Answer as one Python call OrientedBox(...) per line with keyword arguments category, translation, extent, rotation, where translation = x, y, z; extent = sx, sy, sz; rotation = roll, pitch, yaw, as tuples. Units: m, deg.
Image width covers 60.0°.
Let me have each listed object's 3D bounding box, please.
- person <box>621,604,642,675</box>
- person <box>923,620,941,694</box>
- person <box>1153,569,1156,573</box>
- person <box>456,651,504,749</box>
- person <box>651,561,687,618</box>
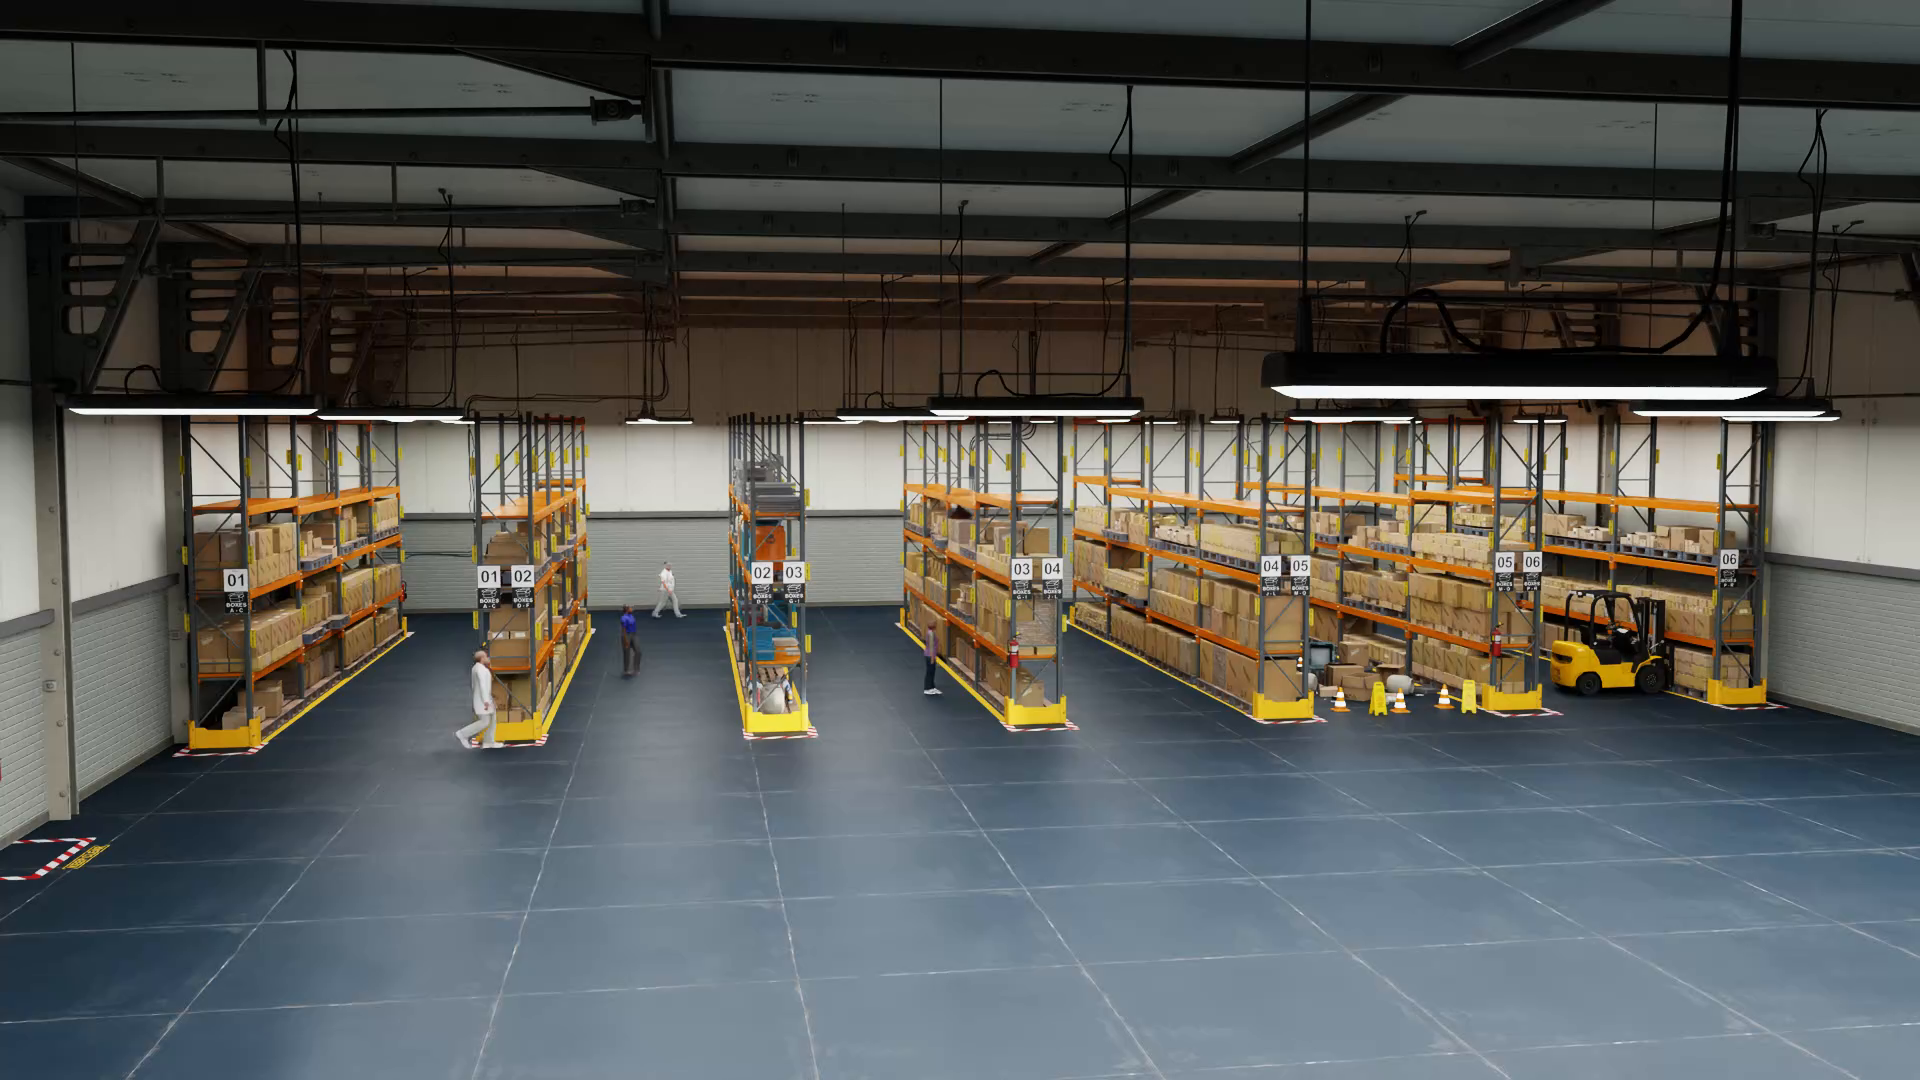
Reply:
OrientedBox(category="person", translation=(-7.628, 2.326, 38.428), extent=(0.461, 1.686, 0.441), rotation=(-4, 5, -42))
OrientedBox(category="person", translation=(-0.599, 2.503, 35.607), extent=(0.379, 1.611, 0.432), rotation=(0, 4, -1))
OrientedBox(category="person", translation=(5.553, 1.663, 47.397), extent=(0.359, 1.681, 0.493), rotation=(1, 4, 8))
OrientedBox(category="person", translation=(-8.501, 2.830, 29.410), extent=(0.782, 1.749, 0.609), rotation=(0, 4, -7))
OrientedBox(category="person", translation=(-8.694, 1.486, 49.681), extent=(1.017, 1.730, 0.669), rotation=(0, 4, 5))
